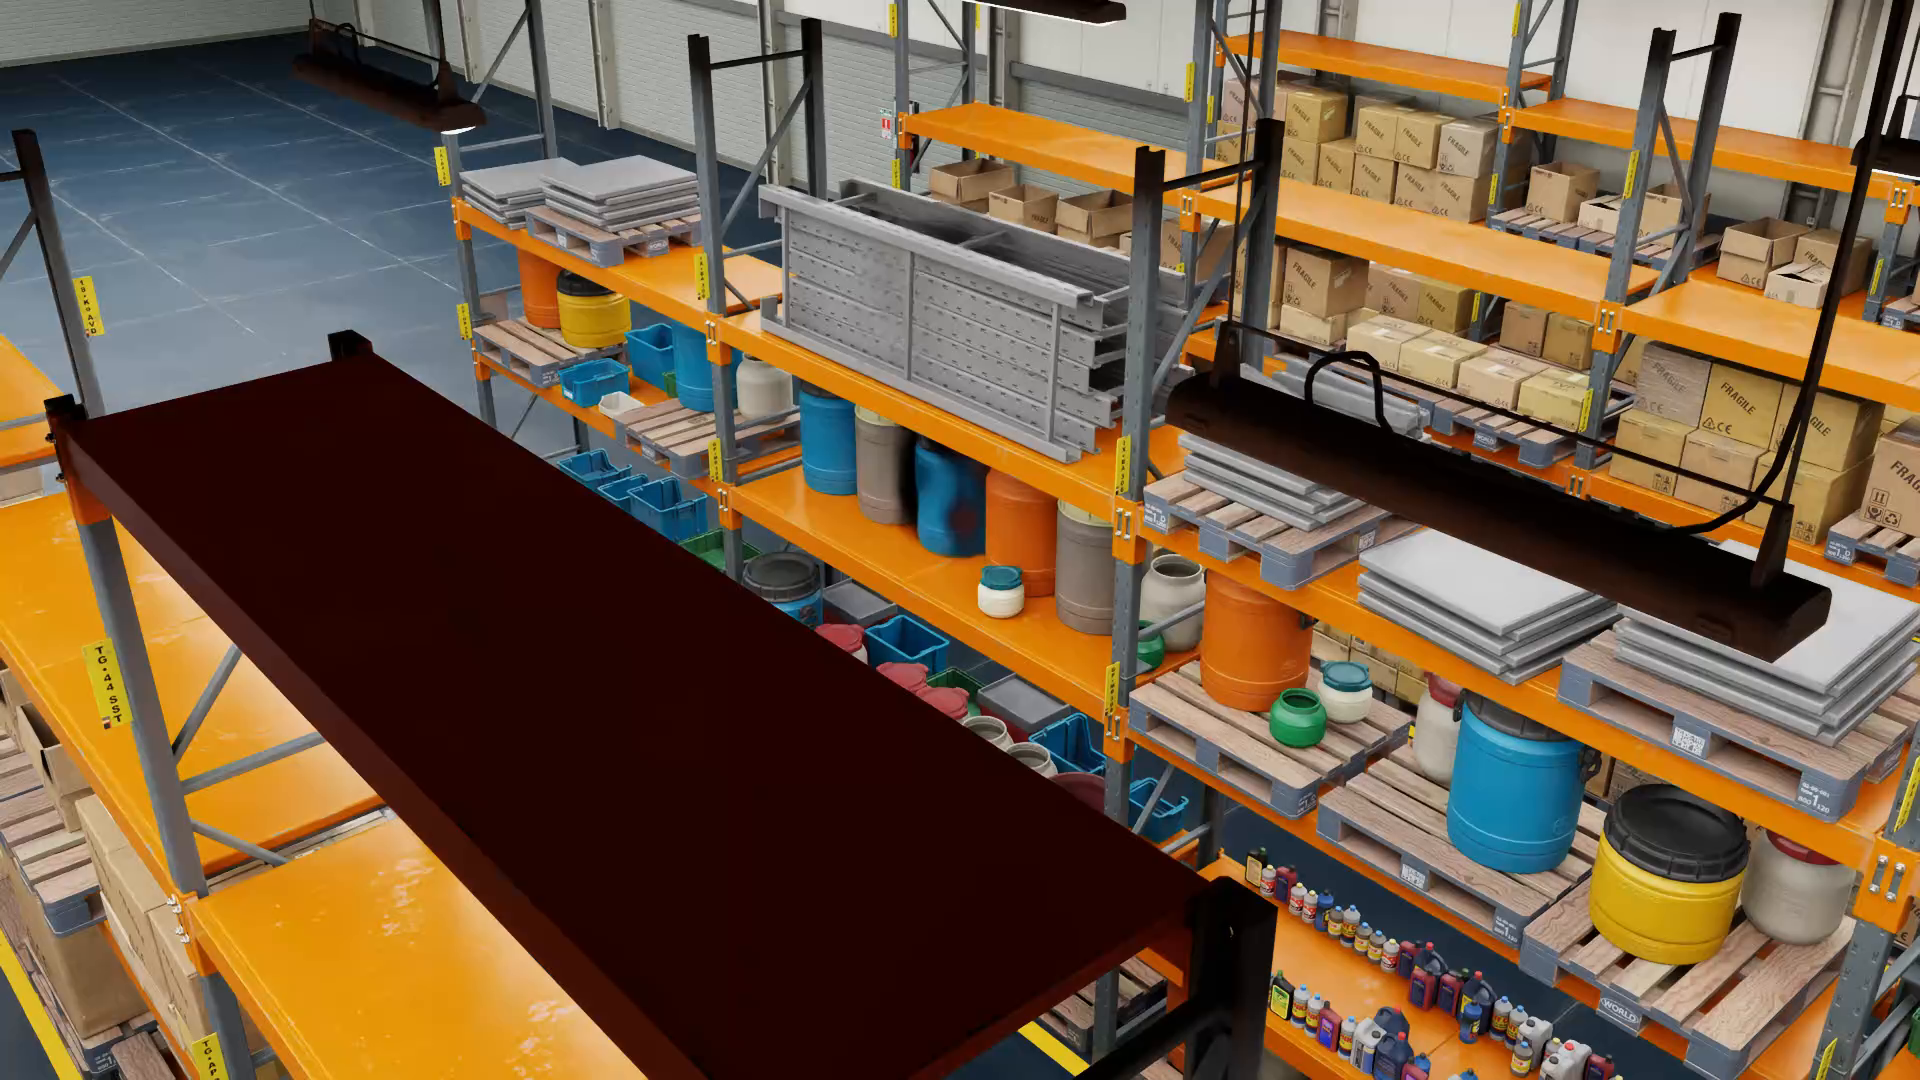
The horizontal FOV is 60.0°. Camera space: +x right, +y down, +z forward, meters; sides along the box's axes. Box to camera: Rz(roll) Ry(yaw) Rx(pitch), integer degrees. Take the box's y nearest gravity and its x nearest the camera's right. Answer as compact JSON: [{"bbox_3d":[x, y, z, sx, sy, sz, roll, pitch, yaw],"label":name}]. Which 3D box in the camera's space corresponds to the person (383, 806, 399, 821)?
[{"bbox_3d":[-3.453,2.138,10.948,0.577,1.703,0.652,-6,28,-11],"label":"person"}]
